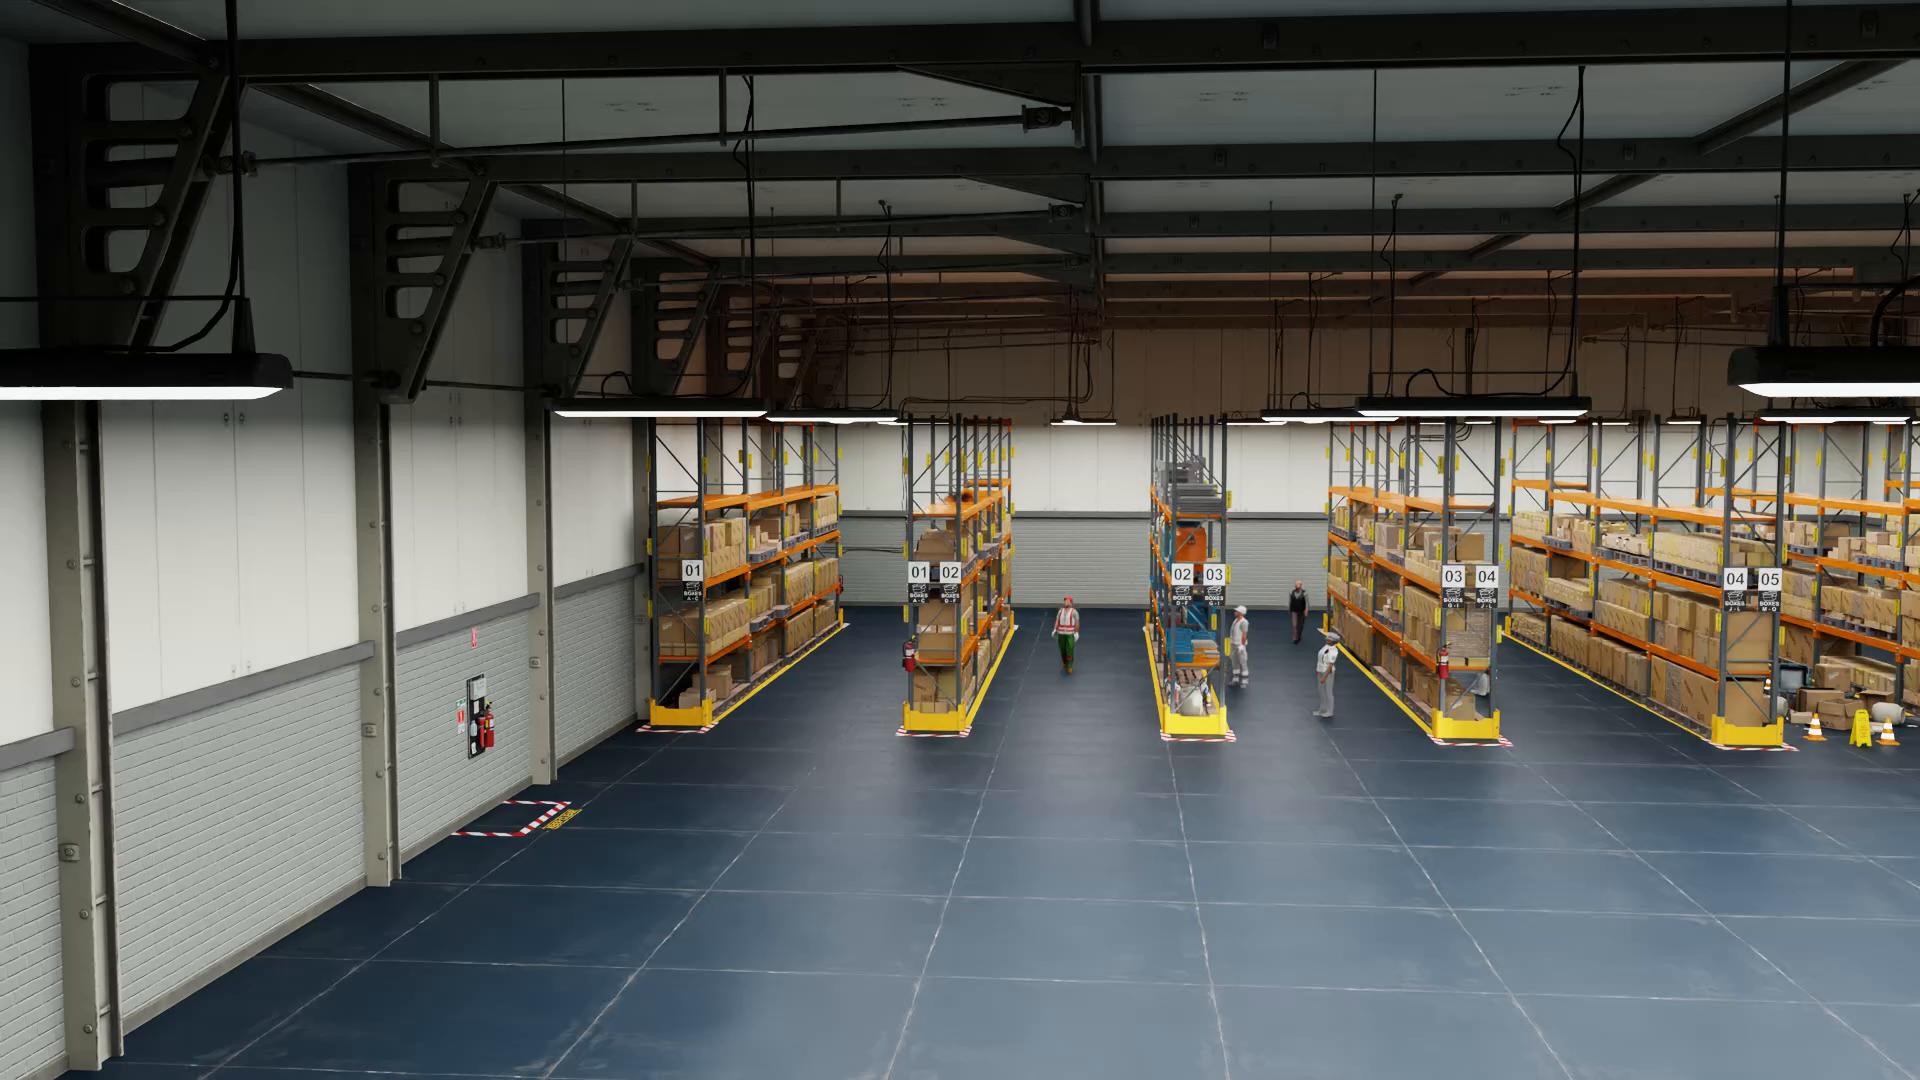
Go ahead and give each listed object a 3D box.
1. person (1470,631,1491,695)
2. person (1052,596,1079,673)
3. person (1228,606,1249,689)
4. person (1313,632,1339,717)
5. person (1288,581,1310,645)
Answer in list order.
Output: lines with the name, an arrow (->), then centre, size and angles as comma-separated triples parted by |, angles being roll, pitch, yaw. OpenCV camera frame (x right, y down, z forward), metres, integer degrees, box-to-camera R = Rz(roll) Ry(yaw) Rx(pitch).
person -> 11.241, 2.436, 35.702 | 0.511, 1.778, 0.638 | 1, 4, 17
person -> 2.477, 2.207, 39.044 | 0.631, 1.738, 0.947 | 1, 4, 8
person -> 6.164, 2.362, 36.814 | 0.420, 1.816, 0.568 | -3, 5, -37
person -> 7.253, 2.657, 33.069 | 0.427, 1.671, 0.582 | -1, 4, -19
person -> 8.983, 1.915, 44.041 | 0.515, 1.674, 1.045 | 0, 4, 4
